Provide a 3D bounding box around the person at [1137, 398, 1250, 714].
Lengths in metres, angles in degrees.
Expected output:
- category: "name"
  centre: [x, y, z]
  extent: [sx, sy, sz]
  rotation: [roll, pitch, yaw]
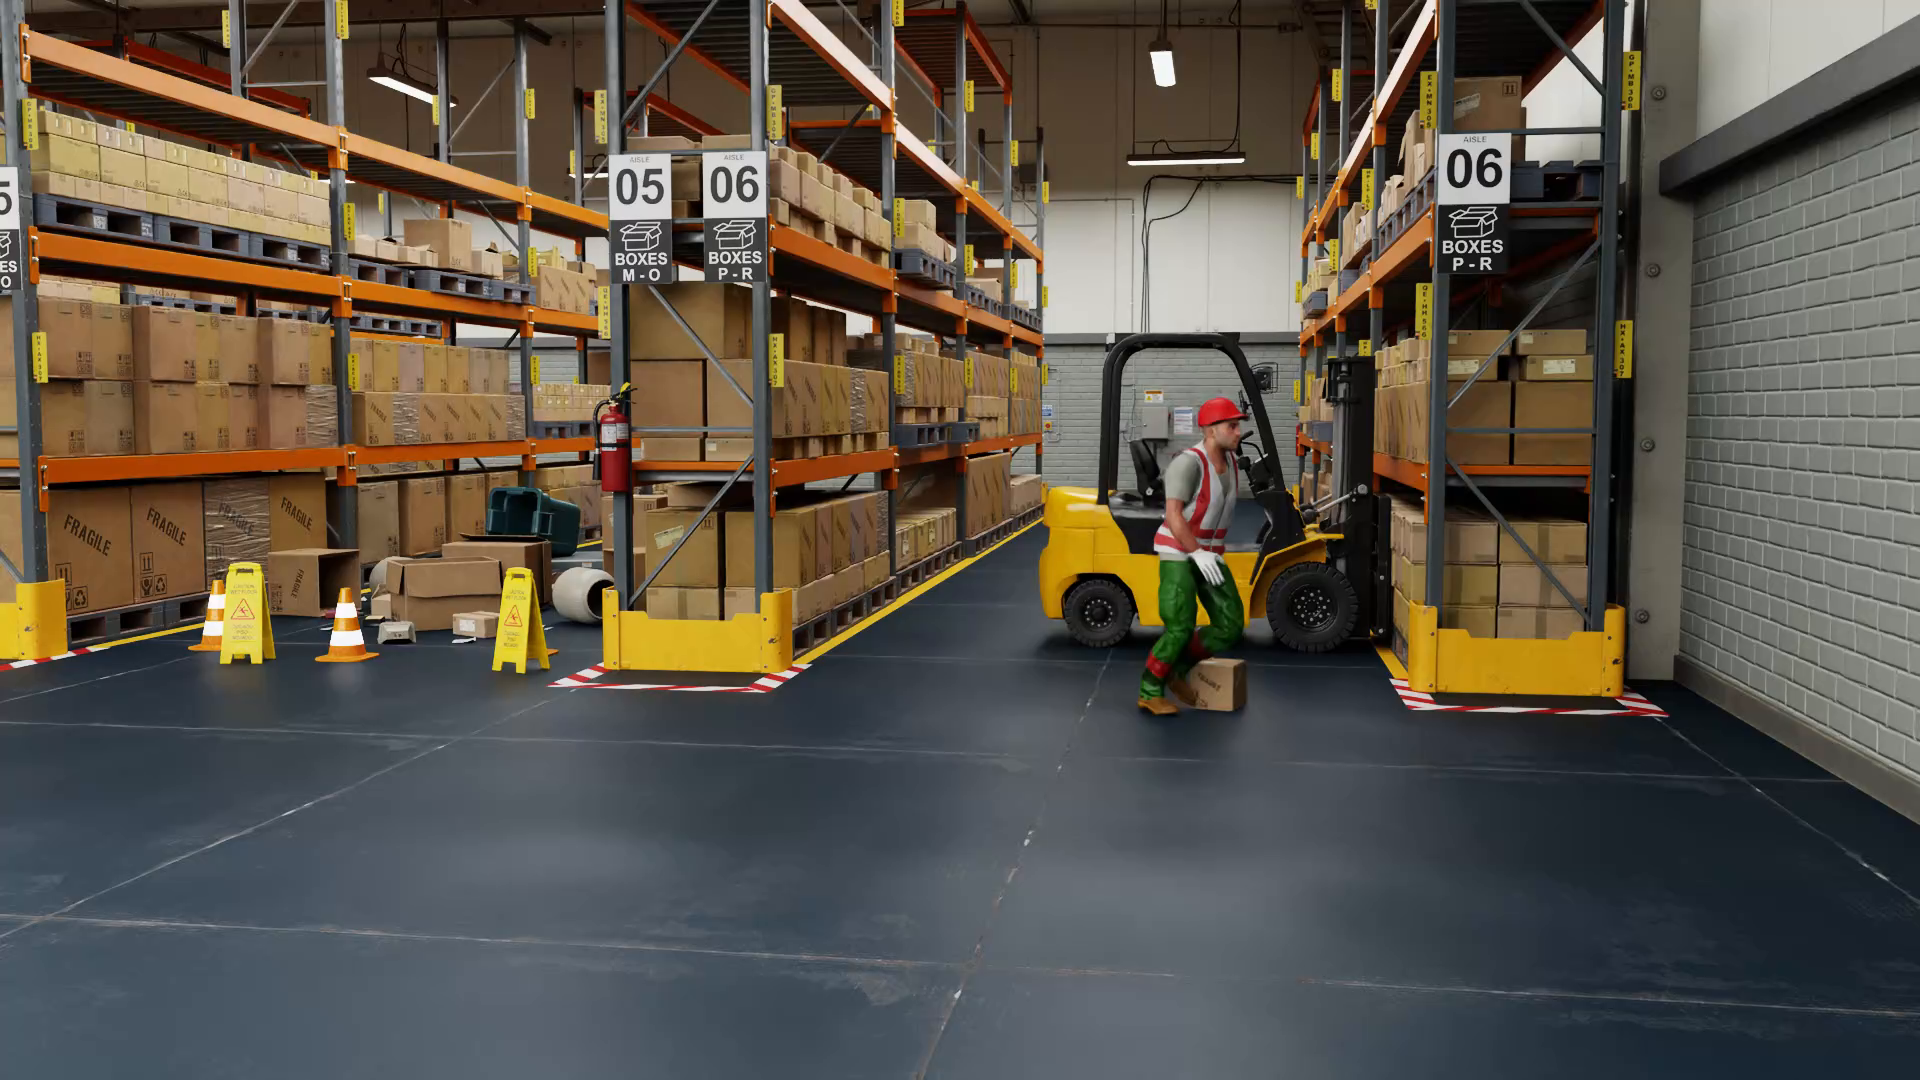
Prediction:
- category: "person"
  centre: [1.265, 0.092, 8.841]
  extent: [0.700, 1.690, 0.647]
  rotation: [-4, 6, -40]
